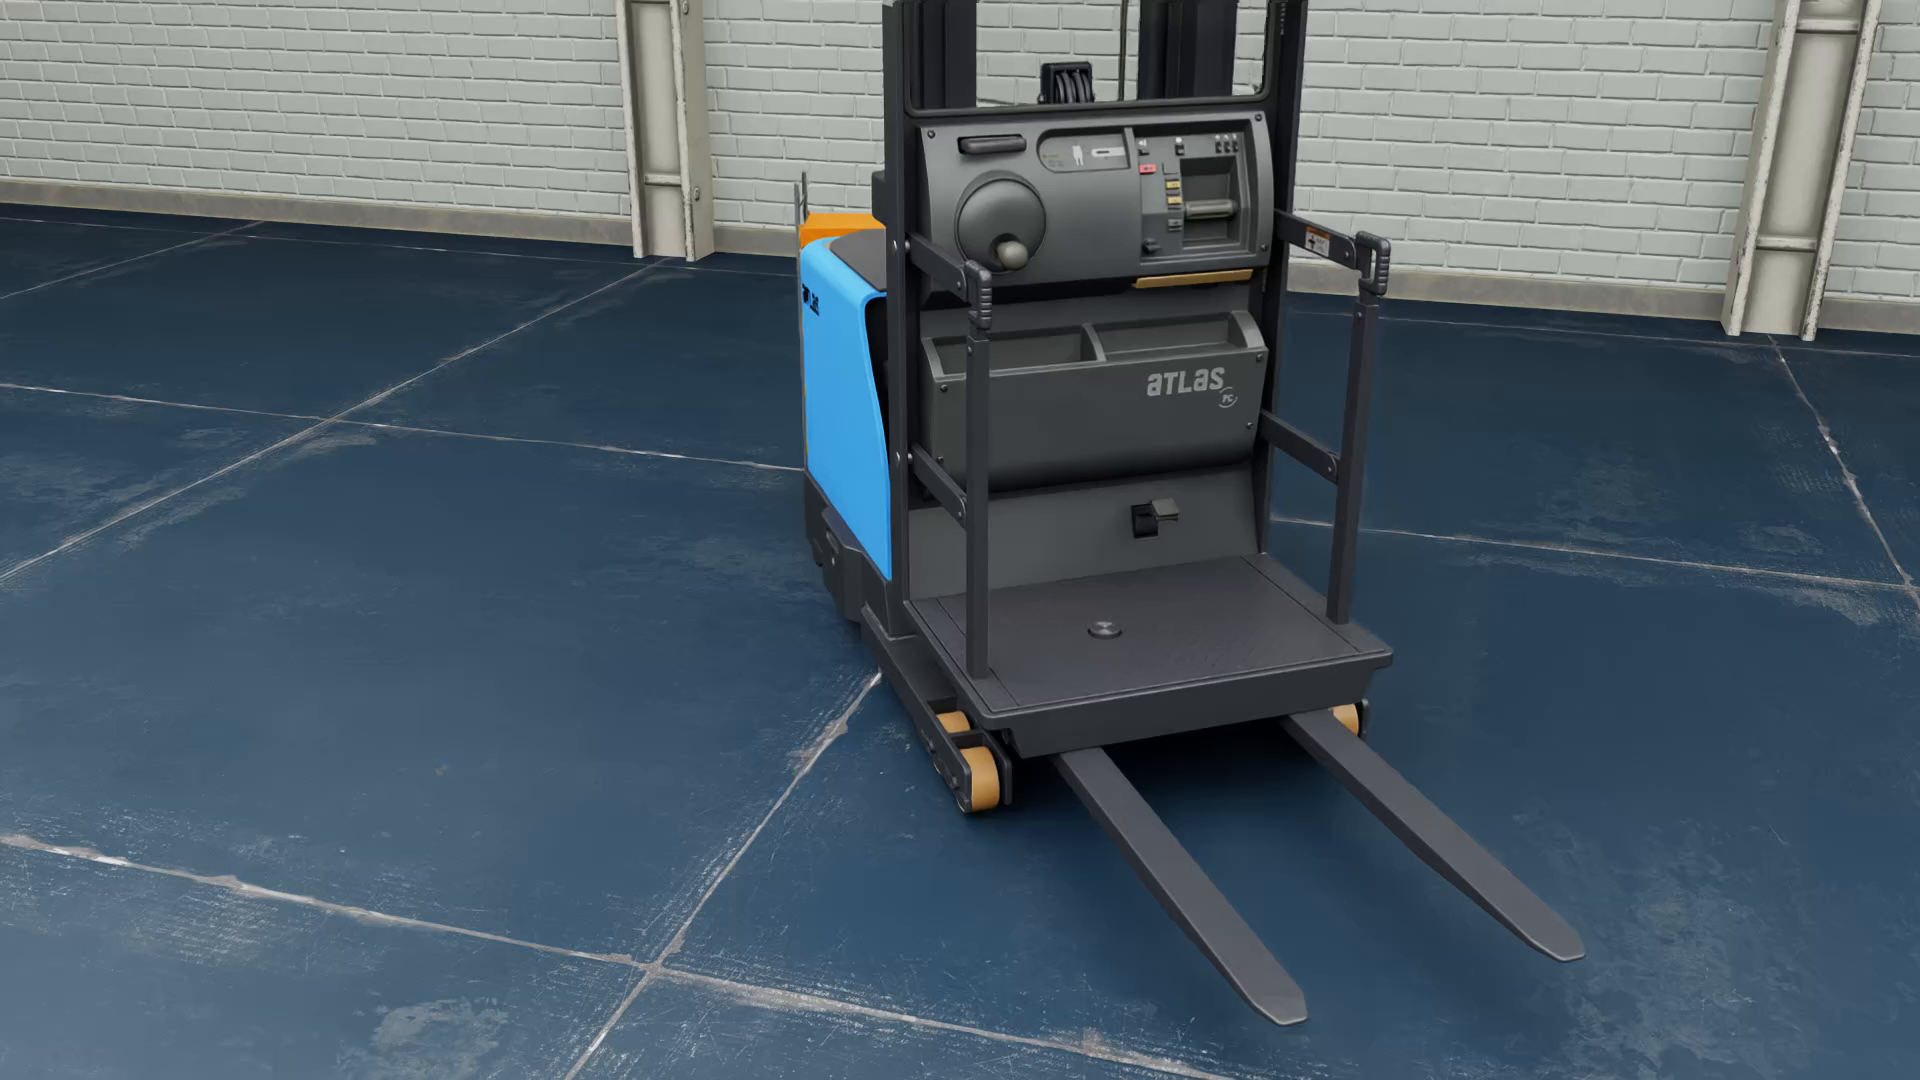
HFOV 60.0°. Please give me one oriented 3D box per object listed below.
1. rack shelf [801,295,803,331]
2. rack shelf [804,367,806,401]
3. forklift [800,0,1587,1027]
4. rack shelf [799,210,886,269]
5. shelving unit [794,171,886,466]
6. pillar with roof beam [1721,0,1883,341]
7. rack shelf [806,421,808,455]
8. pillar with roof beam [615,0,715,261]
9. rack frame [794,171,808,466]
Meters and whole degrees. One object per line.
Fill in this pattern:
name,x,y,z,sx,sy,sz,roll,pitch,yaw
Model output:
rack shelf,-0.291,-0.799,5.725,0.480,0.148,0.258,1,22,1
rack shelf,-0.291,-0.592,5.810,0.480,0.148,0.258,1,22,1
forklift,0.425,-0.851,3.982,1.130,2.935,3.031,-7,23,-17
rack shelf,-0.291,-1.018,5.636,0.480,0.148,0.258,1,22,1
shelving unit,-0.291,-0.655,5.785,0.503,1.200,0.258,1,22,1
pillar with roof beam,2.799,-3.652,2.816,0.400,9.000,9.100,7,23,16
rack shelf,-0.291,-0.409,5.886,0.480,0.148,0.258,1,22,1
pillar with roof beam,-2.946,-4.310,4.419,0.400,9.000,9.100,7,23,16
rack frame,-0.535,-0.657,5.791,0.015,1.200,0.240,1,22,1
